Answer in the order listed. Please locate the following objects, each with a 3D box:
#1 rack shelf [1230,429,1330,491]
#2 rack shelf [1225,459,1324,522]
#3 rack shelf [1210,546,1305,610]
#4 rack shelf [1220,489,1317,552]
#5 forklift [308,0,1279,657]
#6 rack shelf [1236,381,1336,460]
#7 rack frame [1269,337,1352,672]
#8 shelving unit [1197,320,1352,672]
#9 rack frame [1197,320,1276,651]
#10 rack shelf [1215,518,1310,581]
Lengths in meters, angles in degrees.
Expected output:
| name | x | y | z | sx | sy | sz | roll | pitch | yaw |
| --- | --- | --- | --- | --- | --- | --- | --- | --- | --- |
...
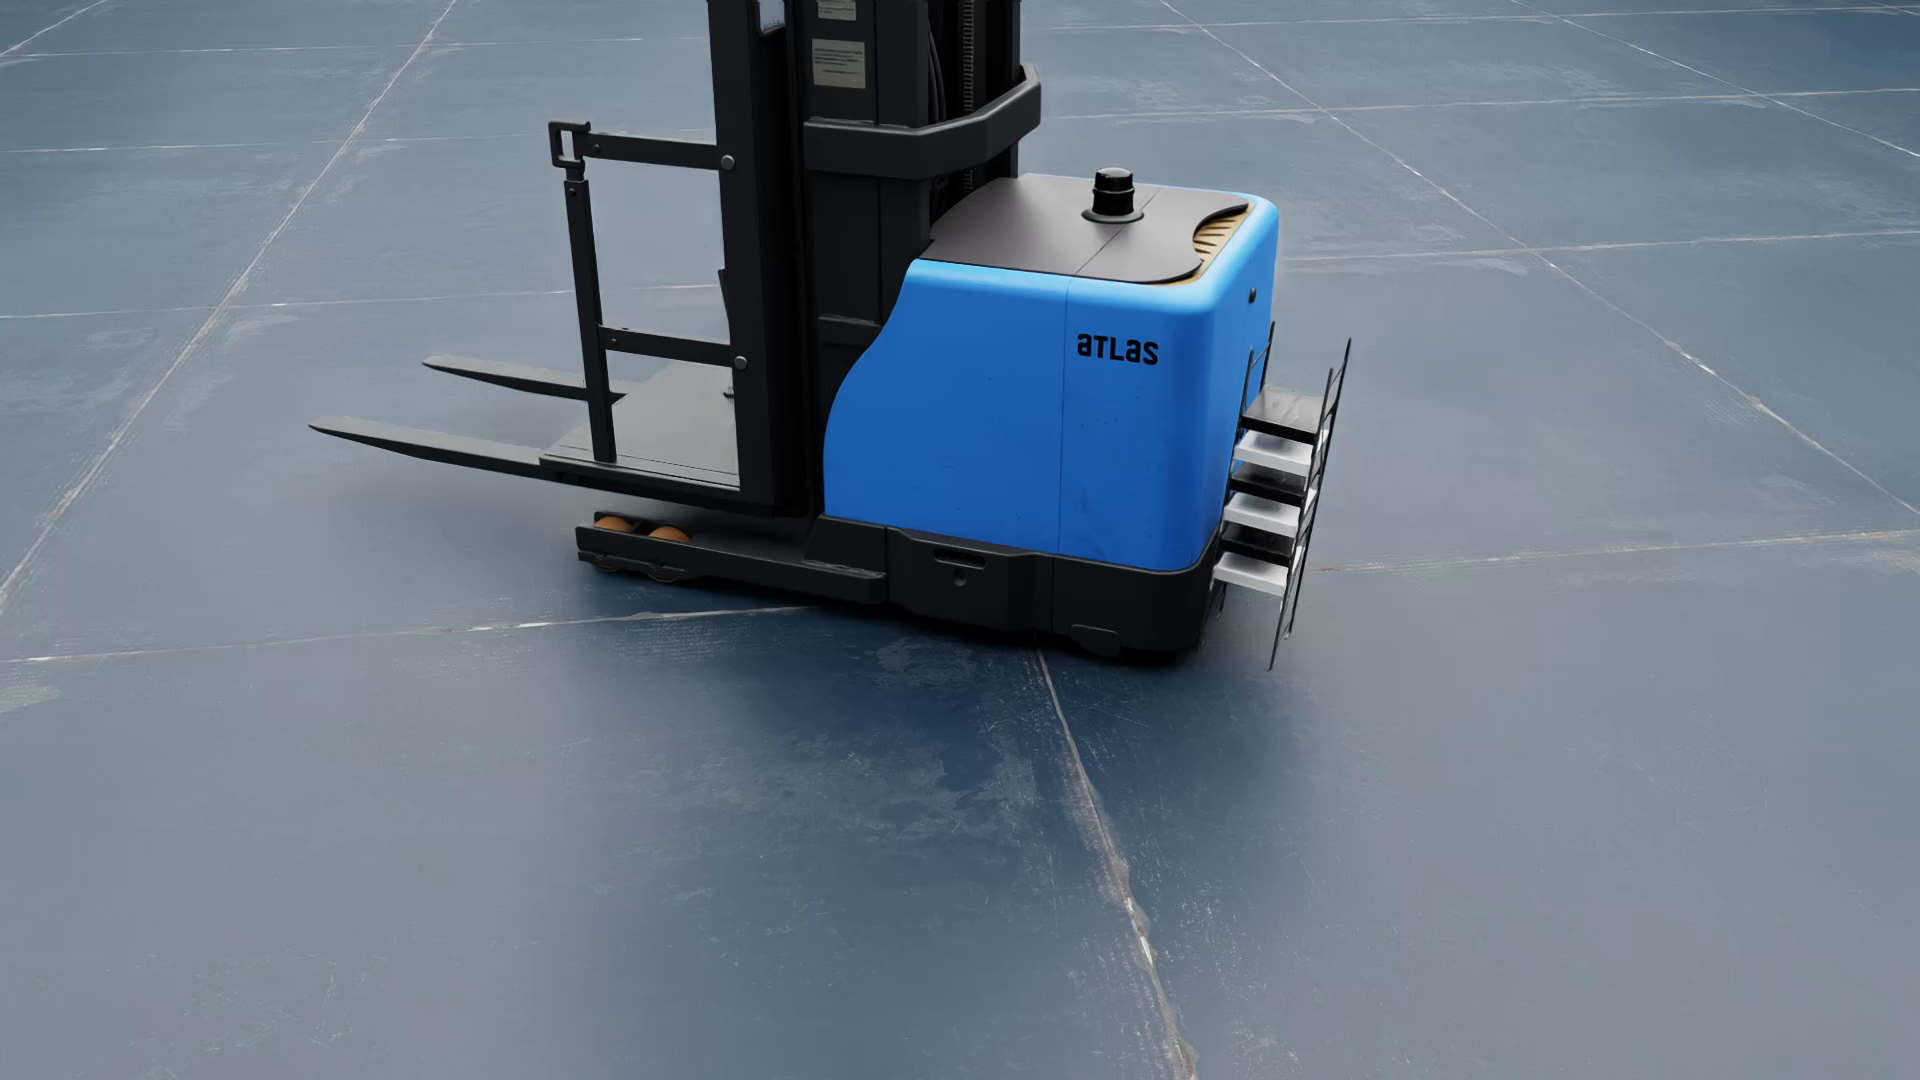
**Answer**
| name | x | y | z | sx | sy | sz | roll | pitch | yaw |
| --- | --- | --- | --- | --- | --- | --- | --- | --- | --- |
| rack shelf | 0.849 | -0.236 | 4.388 | 0.200 | 0.077 | 0.258 | 16 | 31 | 18 |
| rack shelf | 0.841 | -0.158 | 4.432 | 0.200 | 0.077 | 0.258 | 16 | 31 | 18 |
| rack shelf | 0.820 | 0.077 | 4.563 | 0.200 | 0.077 | 0.258 | 16 | 31 | 18 |
| rack shelf | 0.834 | -0.080 | 4.476 | 0.200 | 0.077 | 0.258 | 16 | 31 | 18 |
| forklift | -0.628 | -1.389 | 4.746 | 3.031 | 2.935 | 1.130 | 10 | 29 | 18 |
| rack shelf | 0.856 | -0.315 | 4.345 | 0.200 | 0.077 | 0.258 | 16 | 31 | 18 |
| rack frame | 0.930 | -0.082 | 4.428 | 0.006 | 0.900 | 0.240 | 16 | 31 | 18 |
| shelving unit | 0.837 | -0.109 | 4.459 | 0.210 | 0.900 | 0.258 | 16 | 31 | 18 |
| rack frame | 0.744 | -0.135 | 4.491 | 0.006 | 0.900 | 0.240 | 16 | 31 | 18 |
| rack shelf | 0.827 | -0.001 | 4.519 | 0.200 | 0.077 | 0.258 | 16 | 31 | 18 |
